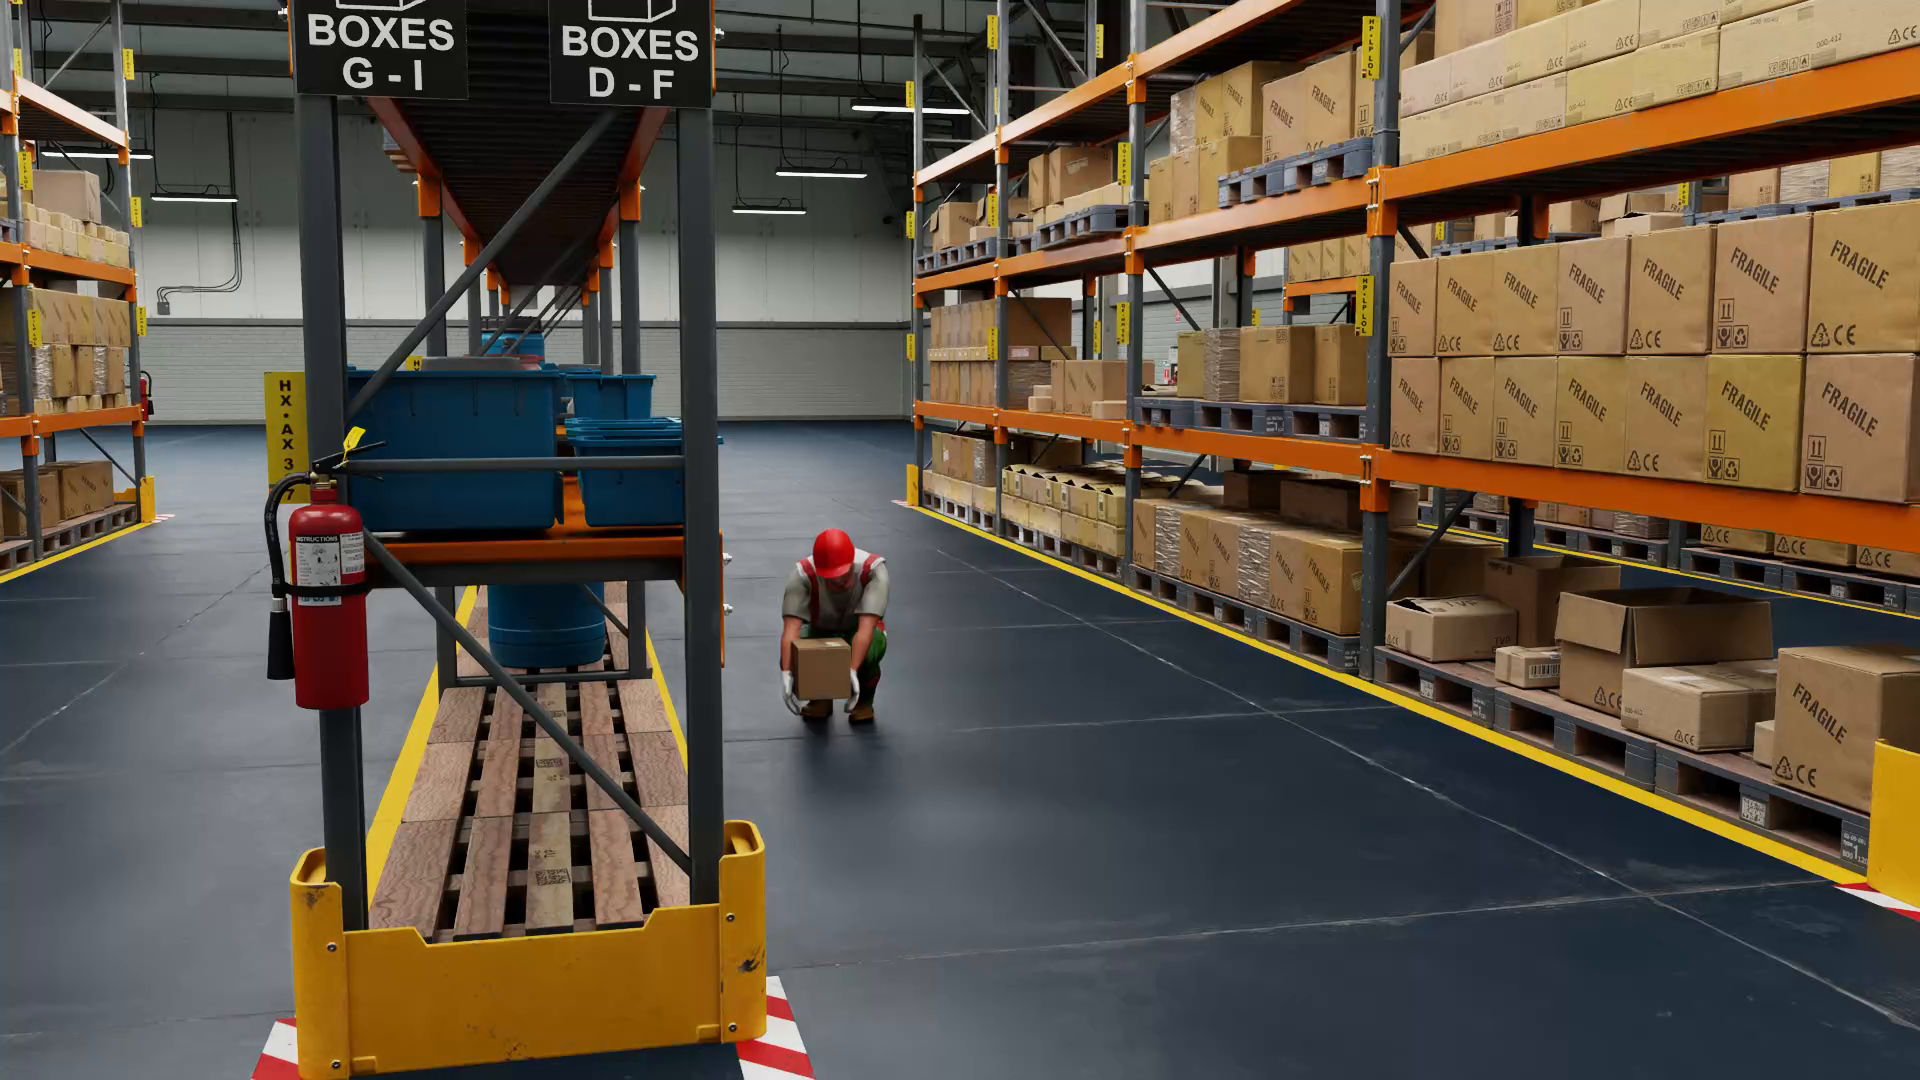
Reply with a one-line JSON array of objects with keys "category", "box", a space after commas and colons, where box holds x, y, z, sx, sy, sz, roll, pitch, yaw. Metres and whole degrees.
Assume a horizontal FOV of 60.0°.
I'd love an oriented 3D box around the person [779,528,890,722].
[{"category": "person", "box": [-0.610, 0.415, 8.176, 0.554, 0.995, 0.929, 1, 6, 10]}]
